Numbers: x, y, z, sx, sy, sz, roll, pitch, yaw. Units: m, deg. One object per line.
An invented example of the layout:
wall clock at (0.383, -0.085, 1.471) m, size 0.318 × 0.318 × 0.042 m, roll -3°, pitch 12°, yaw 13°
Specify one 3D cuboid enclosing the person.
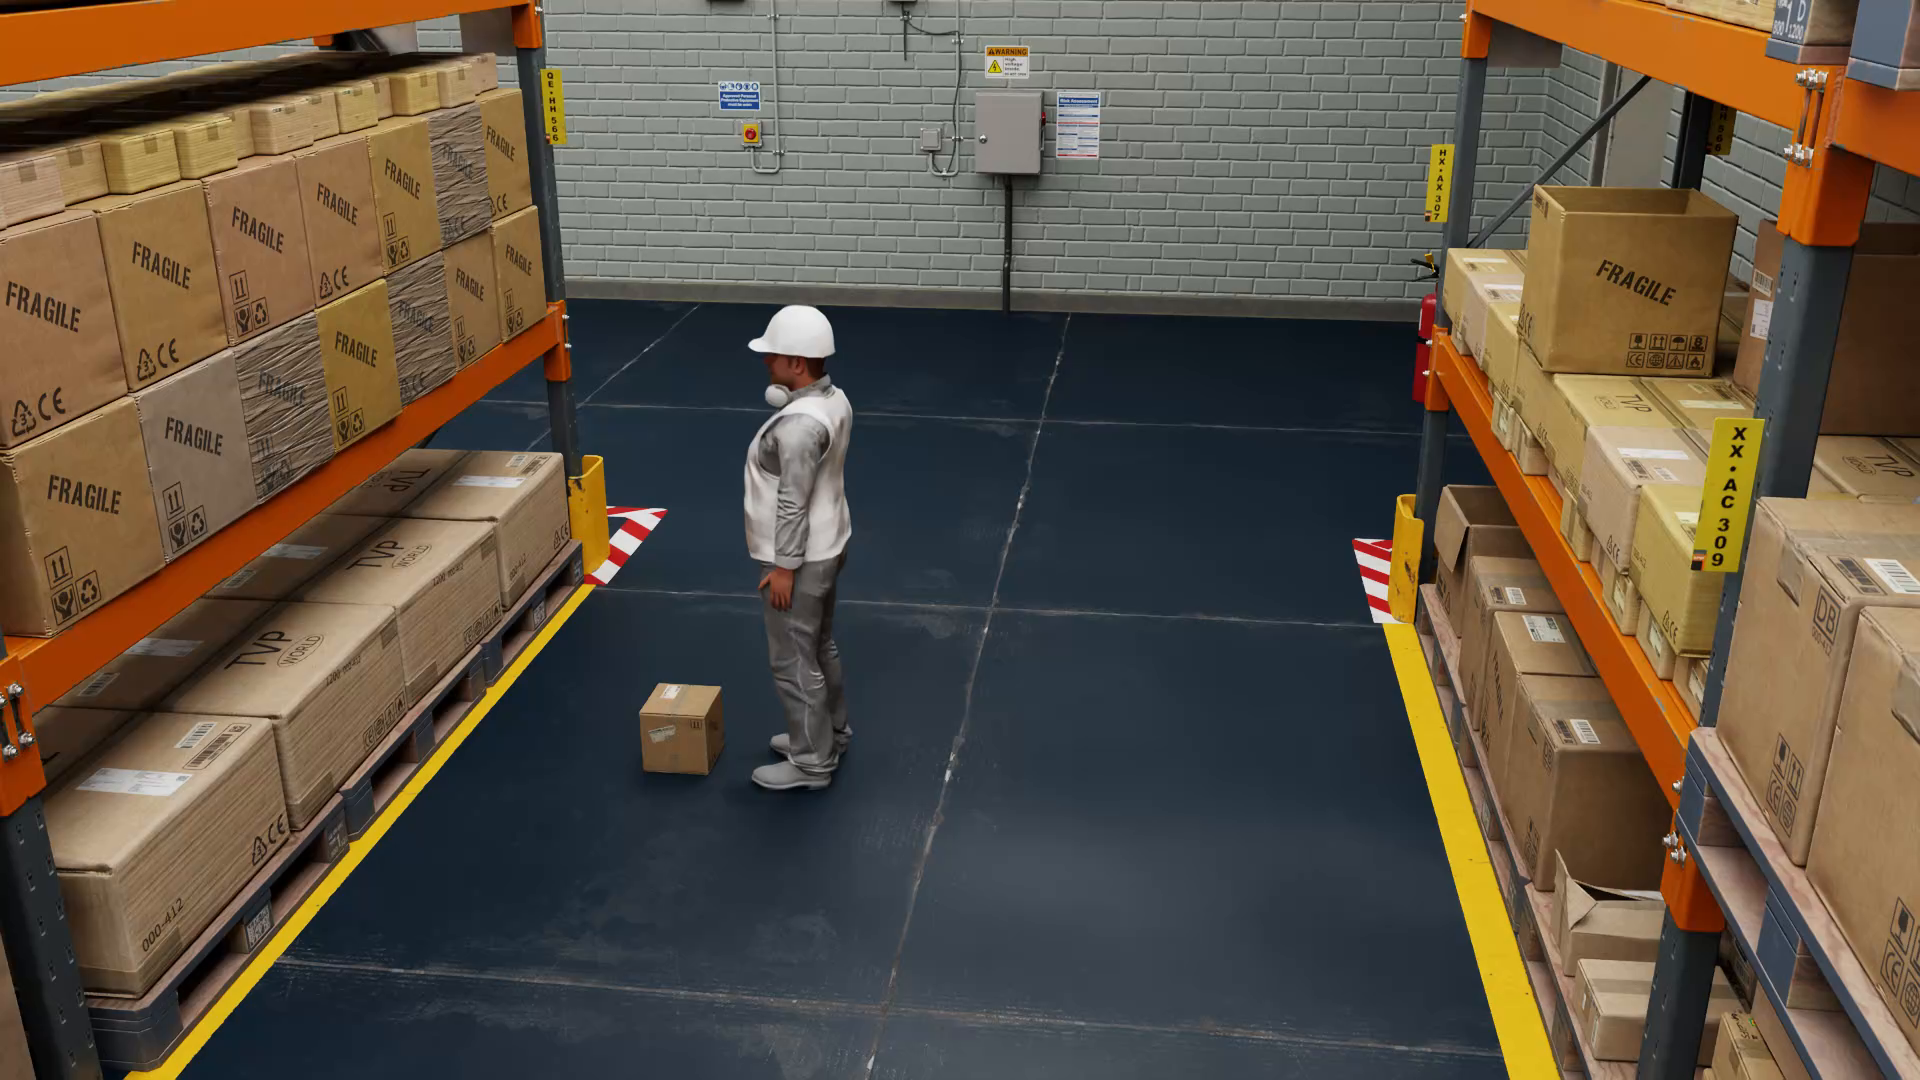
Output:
person at (-0.577, 0.034, 5.958) m, size 0.359 × 1.774 × 0.531 m, roll 3°, pitch 21°, yaw 8°
